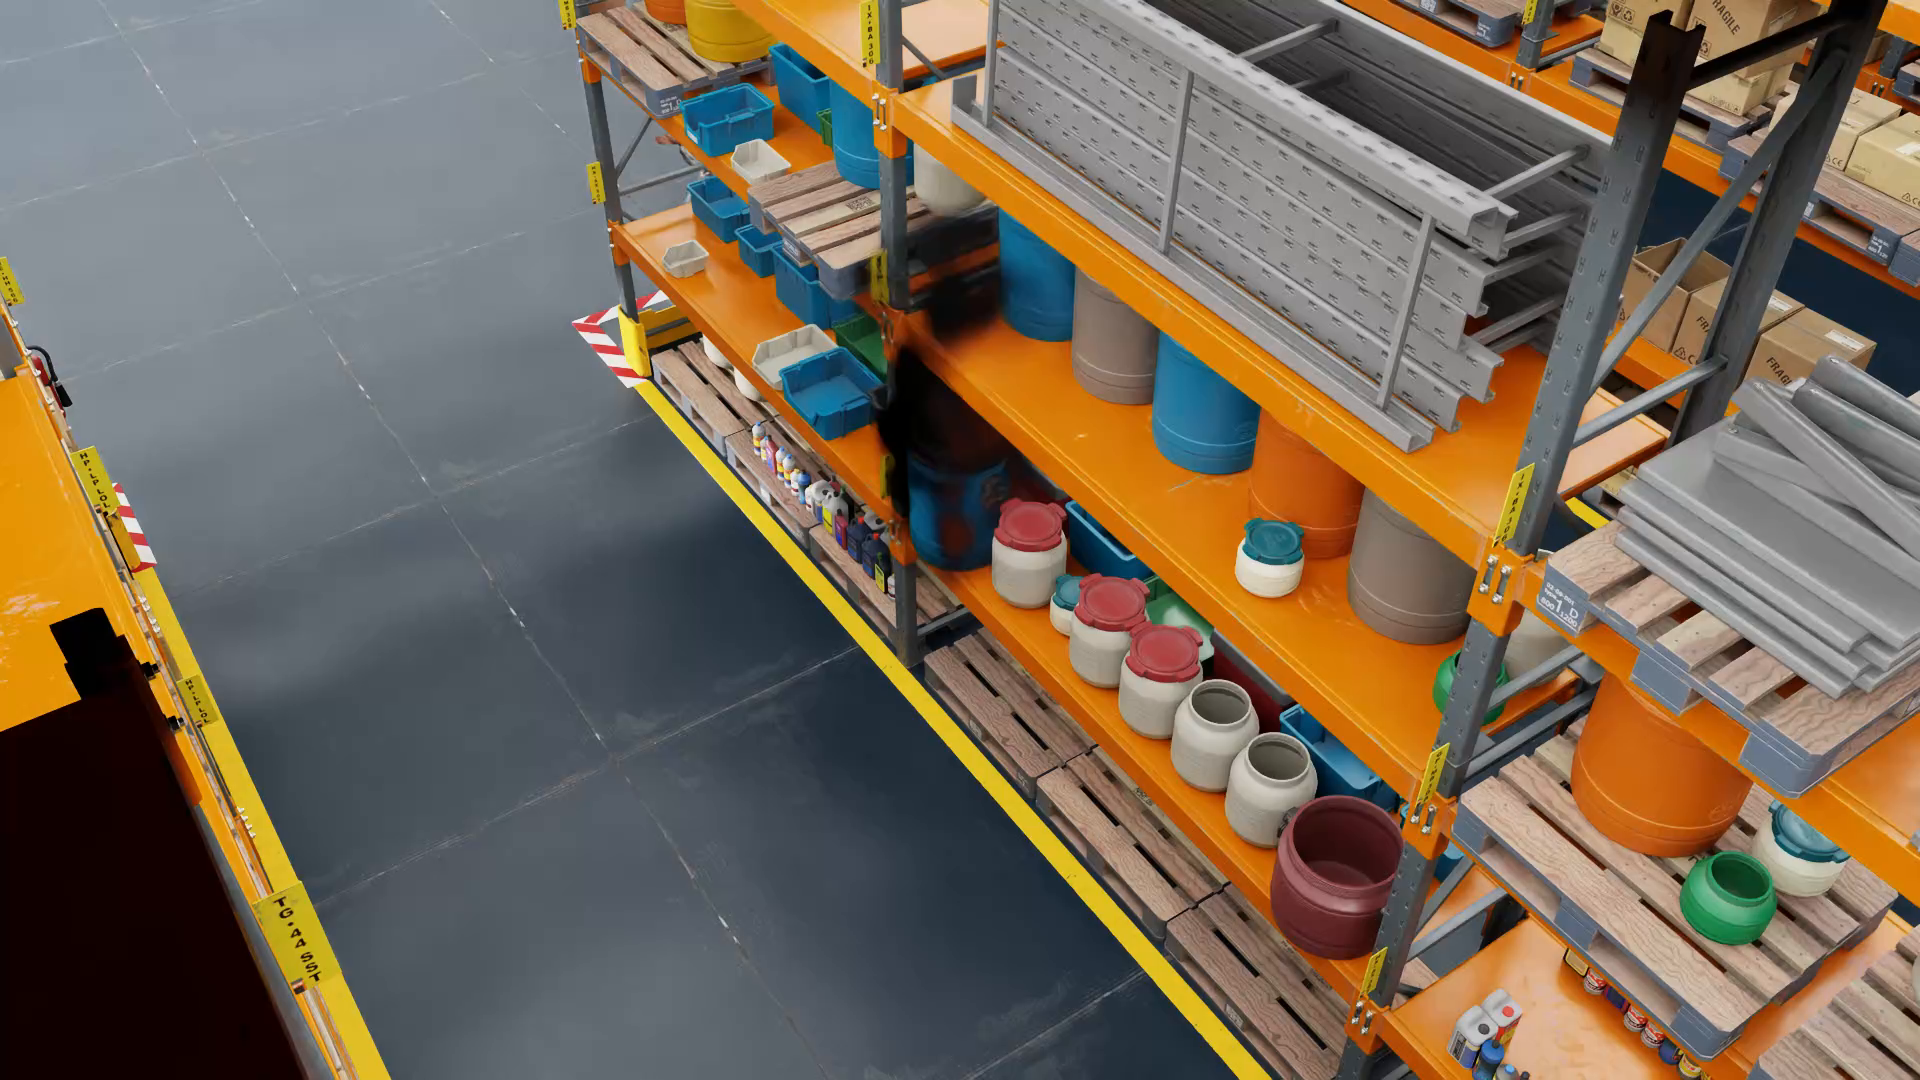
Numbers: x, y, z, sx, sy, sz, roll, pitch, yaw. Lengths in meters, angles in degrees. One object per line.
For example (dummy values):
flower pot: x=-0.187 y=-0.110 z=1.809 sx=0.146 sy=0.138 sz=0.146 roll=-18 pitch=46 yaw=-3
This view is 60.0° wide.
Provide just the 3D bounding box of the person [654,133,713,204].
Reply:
person: x=-2.031 y=-3.067 z=13.995 sx=1.057 sy=1.537 sz=0.601 roll=3 pitch=43 yaw=3
